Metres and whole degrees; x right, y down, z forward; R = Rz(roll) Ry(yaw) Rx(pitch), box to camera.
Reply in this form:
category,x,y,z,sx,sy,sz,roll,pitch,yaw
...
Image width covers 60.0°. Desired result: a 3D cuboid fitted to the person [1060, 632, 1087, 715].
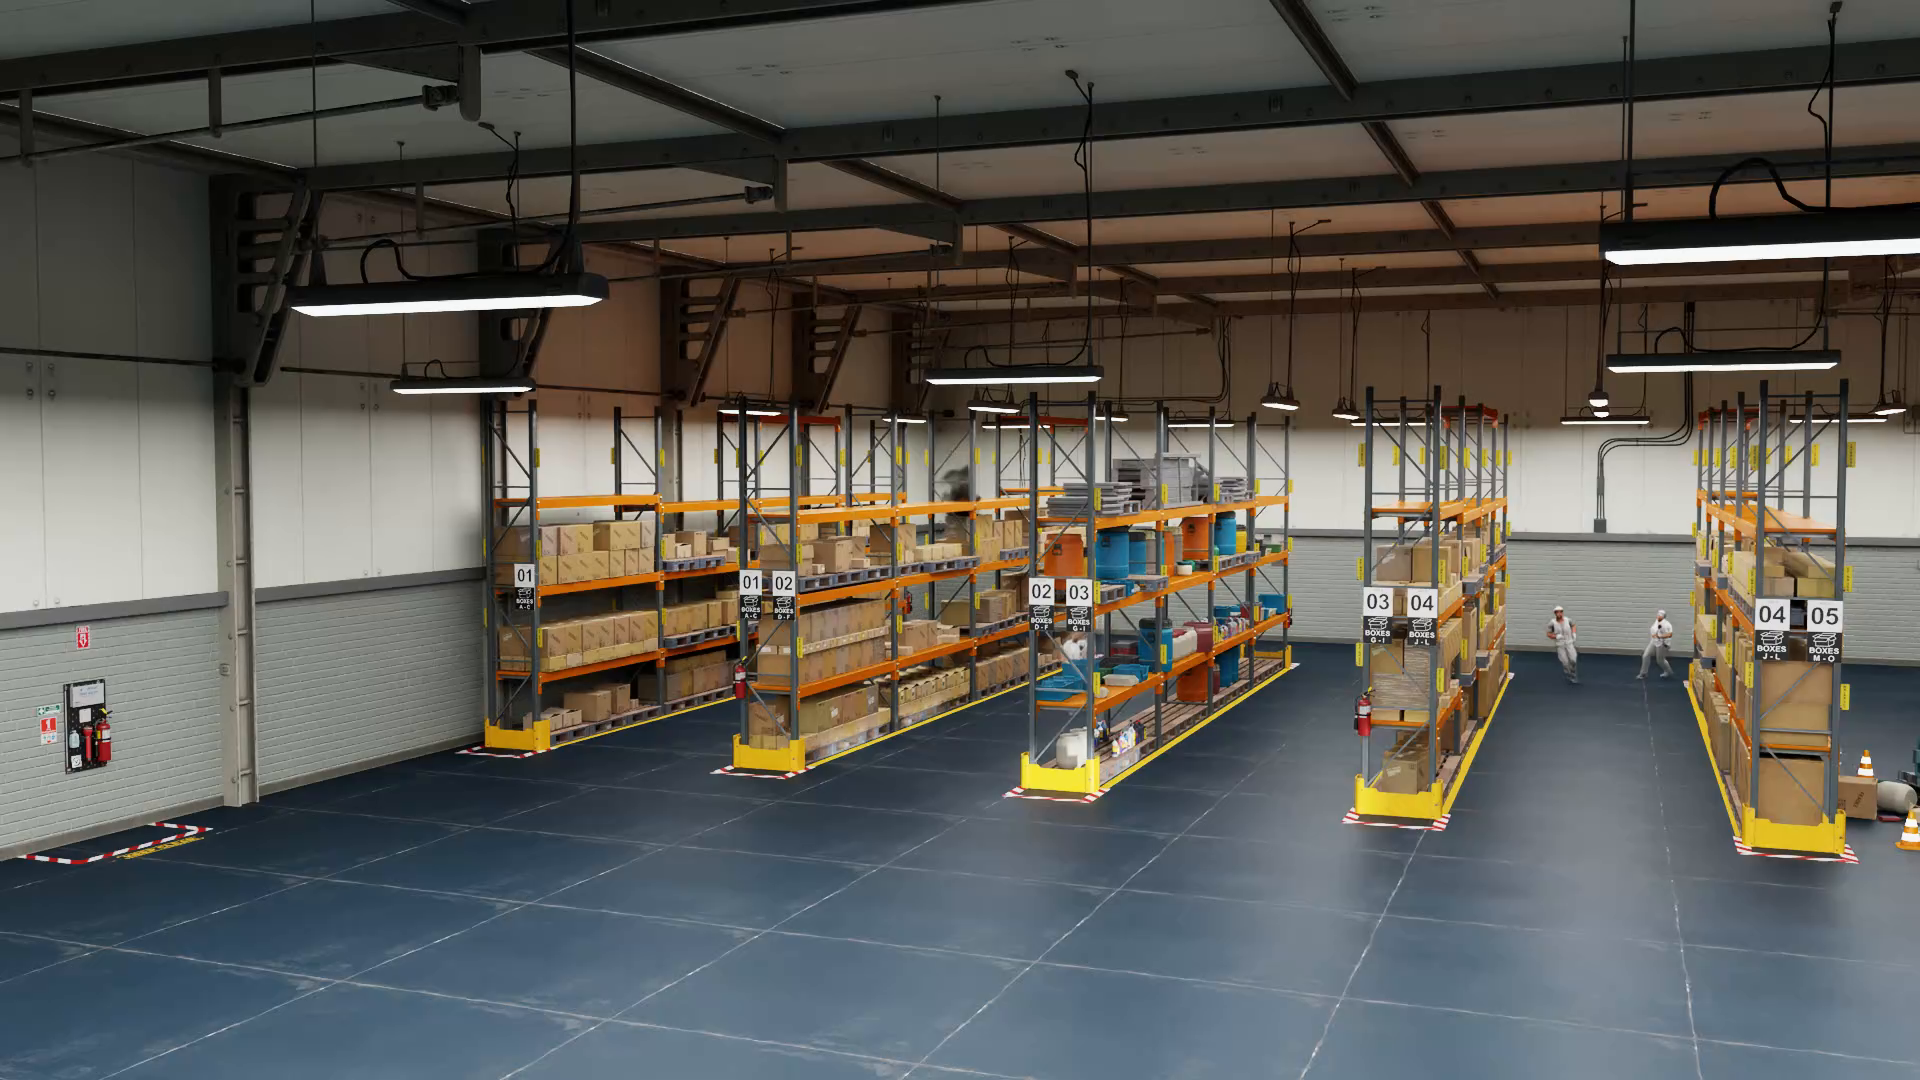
category,x,y,z,sx,sy,sz,roll,pitch,yaw
person,2.254,2.532,32.419,0.664,1.733,0.654,1,3,18

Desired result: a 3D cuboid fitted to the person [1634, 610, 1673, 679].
category,x,y,z,sx,sy,sz,roll,pitch,yaw
person,15.794,2.373,37.467,0.843,1.629,0.776,-1,3,-15

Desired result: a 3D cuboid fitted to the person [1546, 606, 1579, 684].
category,x,y,z,sx,sy,sz,roll,pitch,yaw
person,13.333,2.321,36.755,0.720,1.728,0.620,1,3,12
